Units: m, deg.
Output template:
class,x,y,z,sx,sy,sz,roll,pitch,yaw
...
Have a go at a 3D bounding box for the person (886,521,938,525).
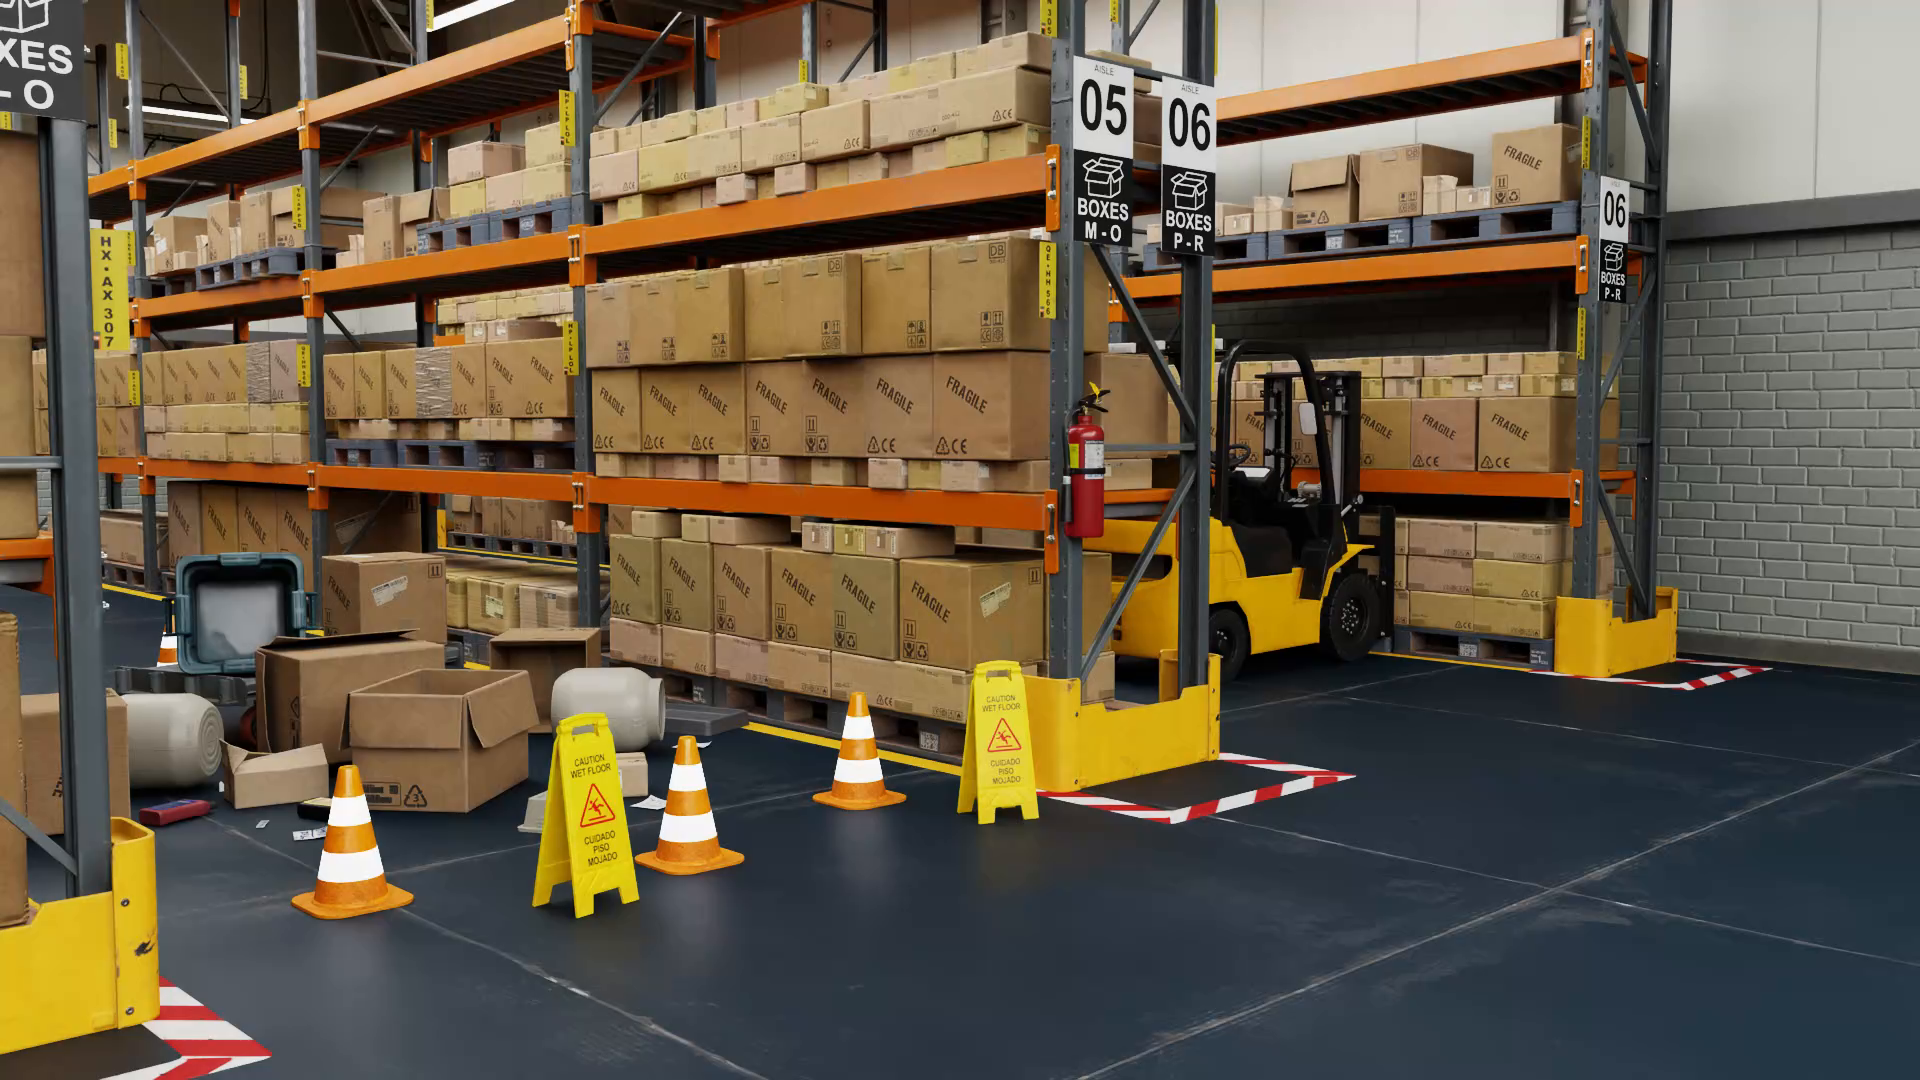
class,x,y,z,sx,sy,sz,roll,pitch,yaw
person,-0.358,-0.113,12.656,0.572,1.779,0.423,-2,4,-28
